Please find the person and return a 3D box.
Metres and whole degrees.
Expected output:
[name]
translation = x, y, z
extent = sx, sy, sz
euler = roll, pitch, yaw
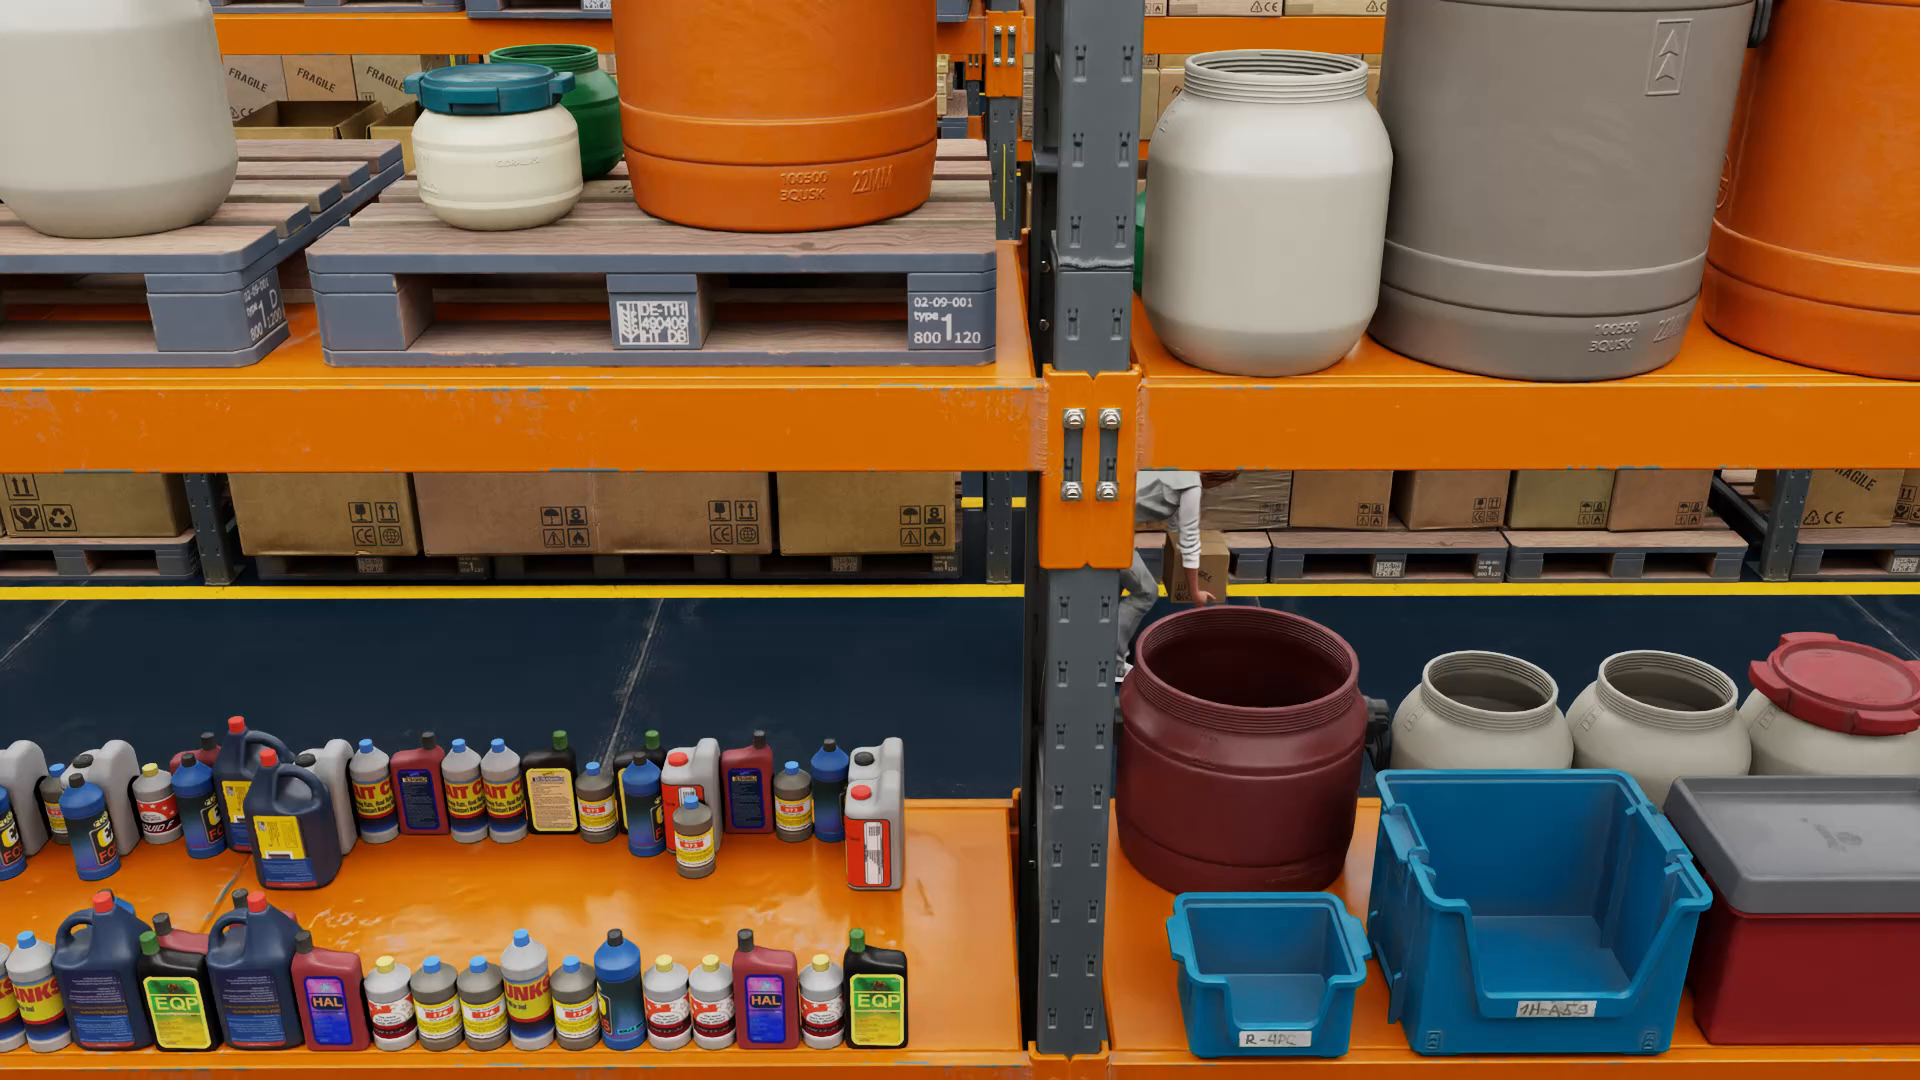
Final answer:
[person]
translation = 0.851, 0.098, 7.525
extent = 0.845, 1.082, 0.402
euler = -6, 25, -13
